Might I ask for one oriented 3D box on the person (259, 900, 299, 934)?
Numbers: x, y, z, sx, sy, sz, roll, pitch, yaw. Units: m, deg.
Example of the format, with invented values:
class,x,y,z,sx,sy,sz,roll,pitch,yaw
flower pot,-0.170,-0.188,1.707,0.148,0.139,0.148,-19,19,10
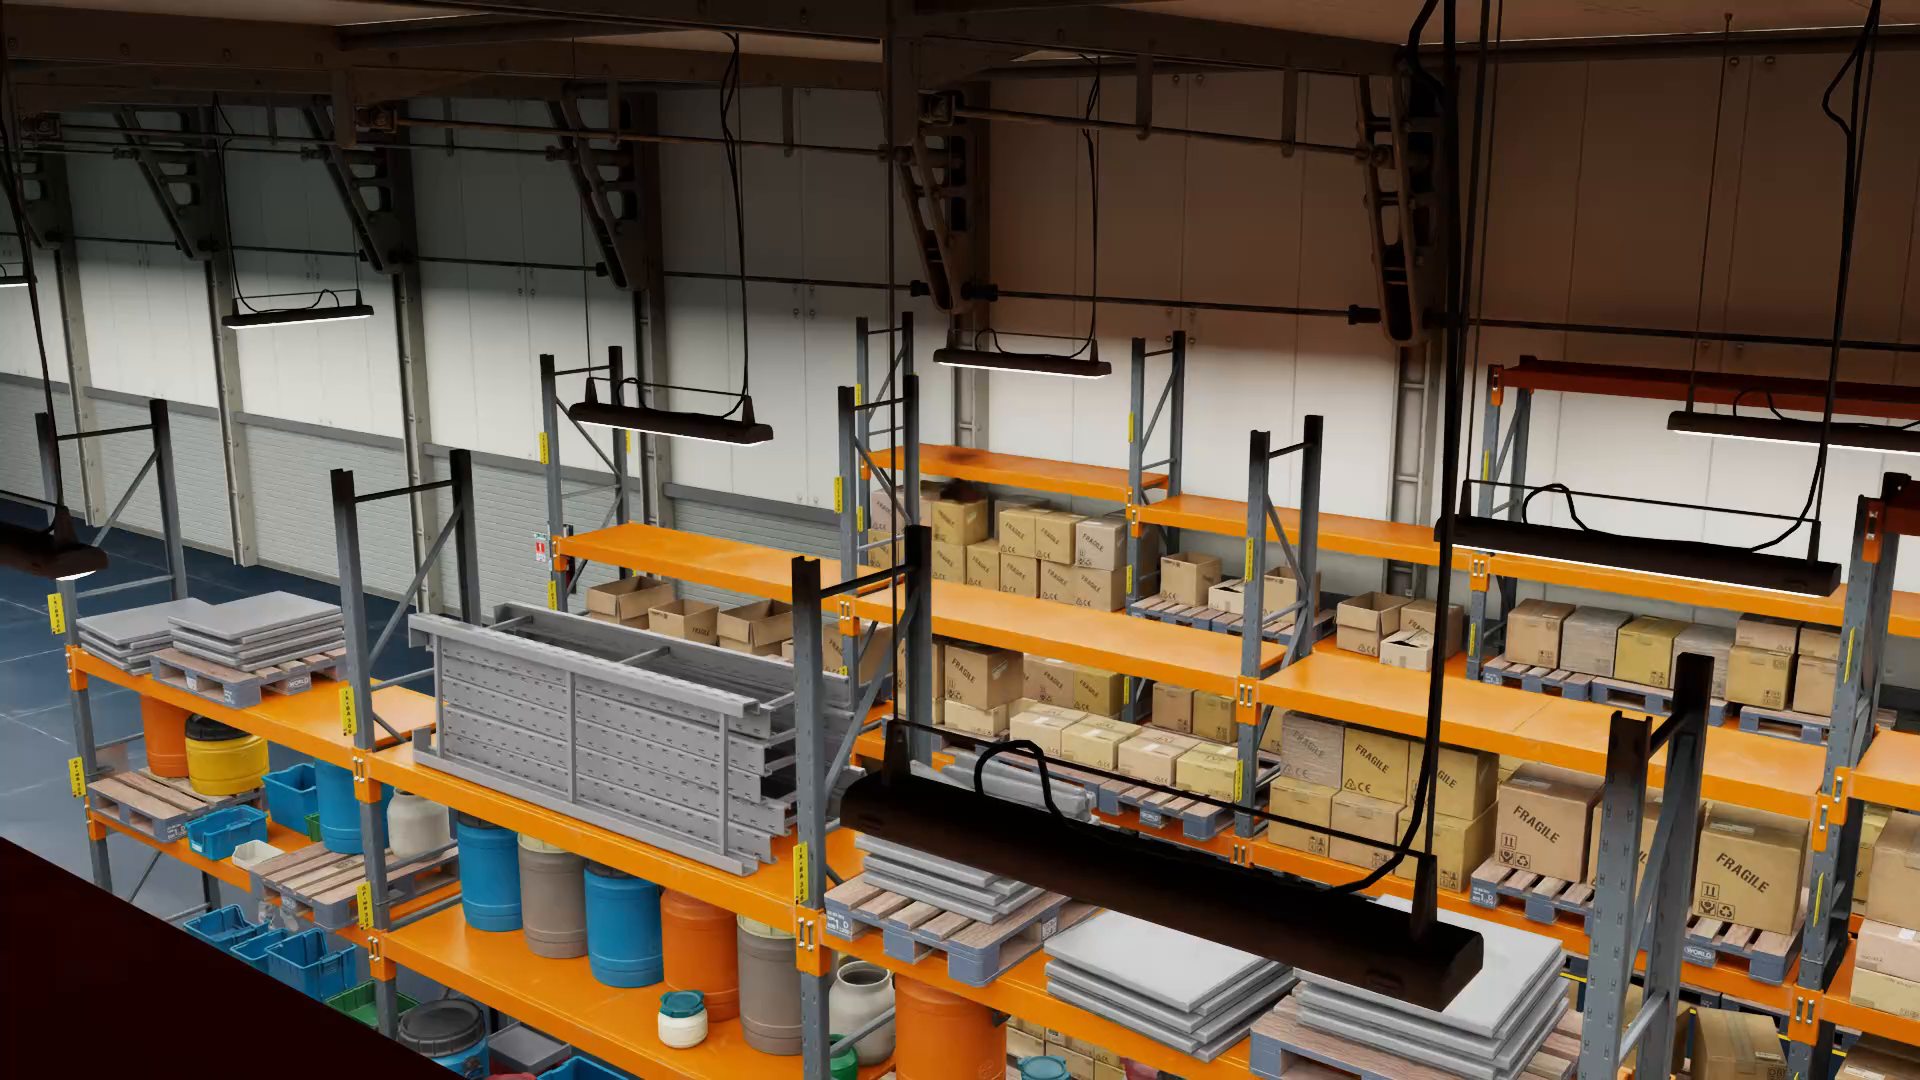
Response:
class,x,y,z,sx,sy,sz,roll,pitch,yaw
person,-7.040,3.288,17.099,0.682,1.781,0.591,-6,14,-24
